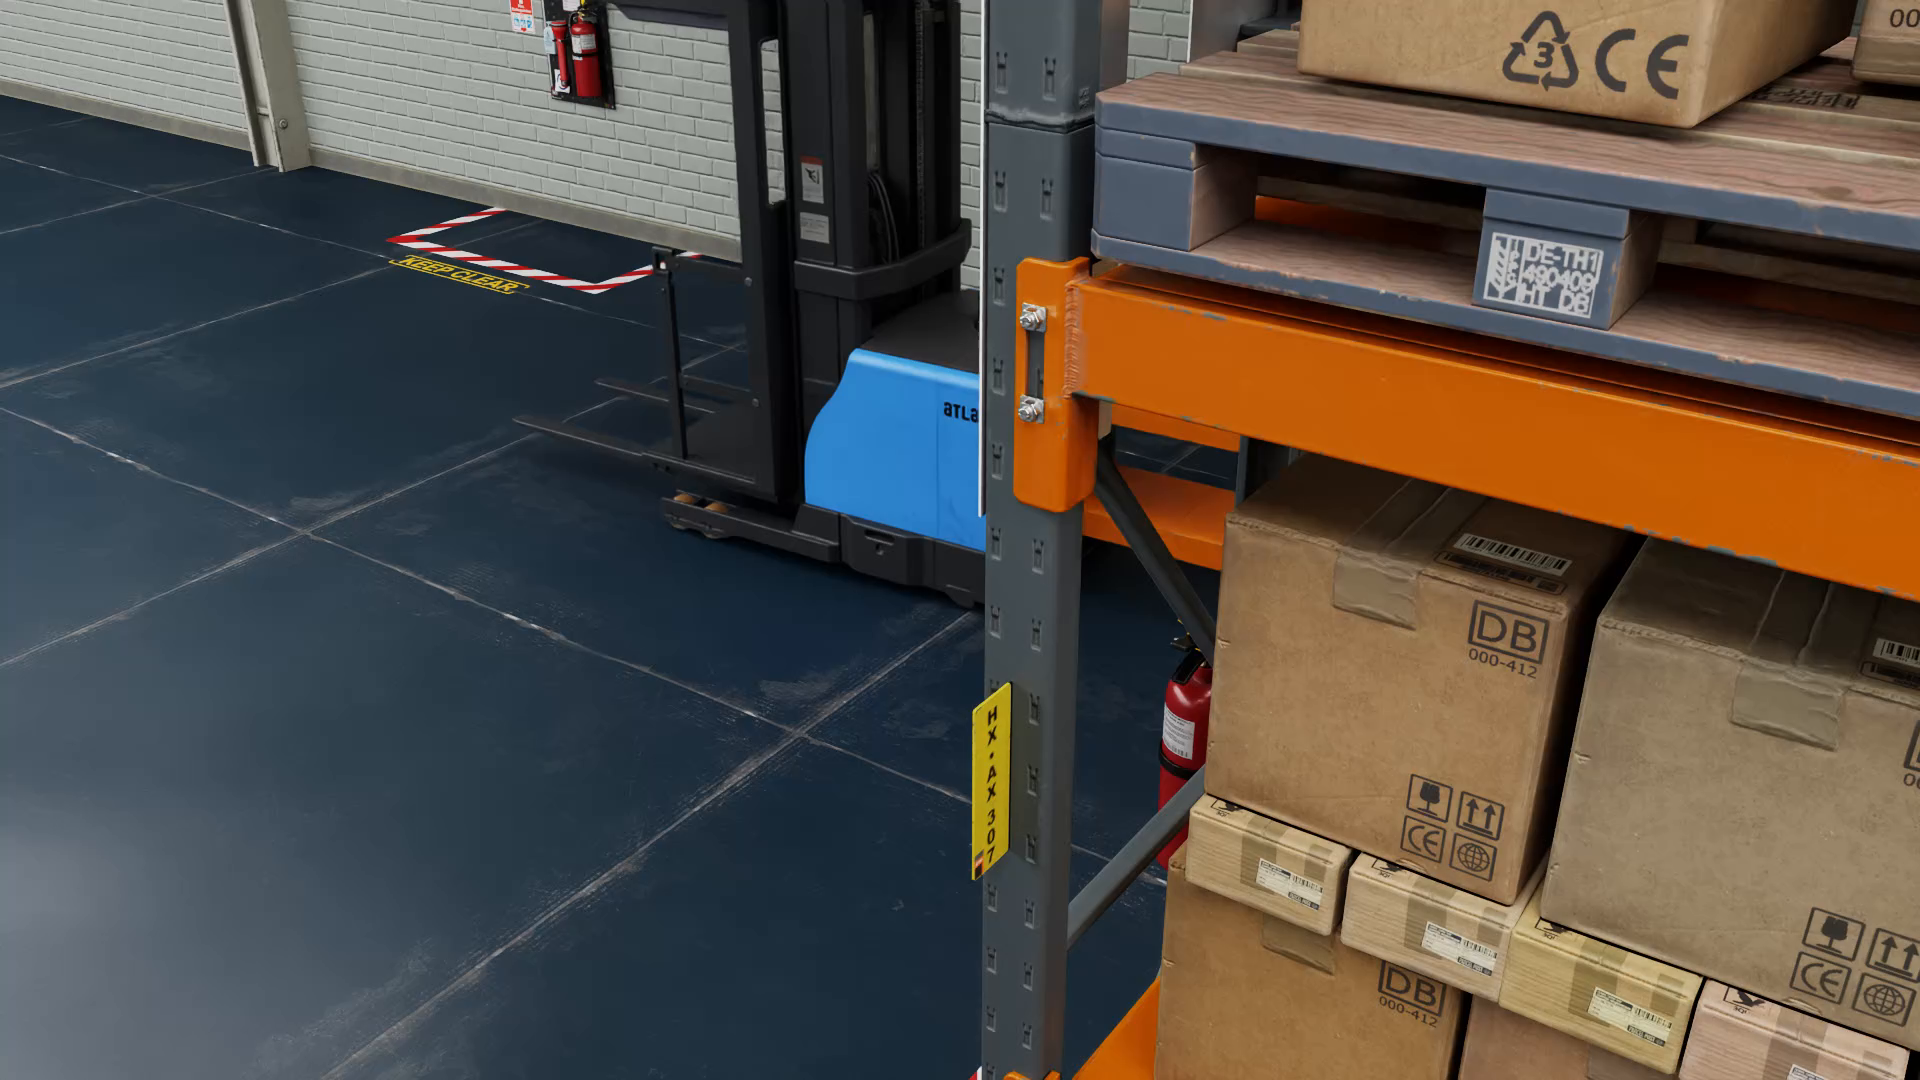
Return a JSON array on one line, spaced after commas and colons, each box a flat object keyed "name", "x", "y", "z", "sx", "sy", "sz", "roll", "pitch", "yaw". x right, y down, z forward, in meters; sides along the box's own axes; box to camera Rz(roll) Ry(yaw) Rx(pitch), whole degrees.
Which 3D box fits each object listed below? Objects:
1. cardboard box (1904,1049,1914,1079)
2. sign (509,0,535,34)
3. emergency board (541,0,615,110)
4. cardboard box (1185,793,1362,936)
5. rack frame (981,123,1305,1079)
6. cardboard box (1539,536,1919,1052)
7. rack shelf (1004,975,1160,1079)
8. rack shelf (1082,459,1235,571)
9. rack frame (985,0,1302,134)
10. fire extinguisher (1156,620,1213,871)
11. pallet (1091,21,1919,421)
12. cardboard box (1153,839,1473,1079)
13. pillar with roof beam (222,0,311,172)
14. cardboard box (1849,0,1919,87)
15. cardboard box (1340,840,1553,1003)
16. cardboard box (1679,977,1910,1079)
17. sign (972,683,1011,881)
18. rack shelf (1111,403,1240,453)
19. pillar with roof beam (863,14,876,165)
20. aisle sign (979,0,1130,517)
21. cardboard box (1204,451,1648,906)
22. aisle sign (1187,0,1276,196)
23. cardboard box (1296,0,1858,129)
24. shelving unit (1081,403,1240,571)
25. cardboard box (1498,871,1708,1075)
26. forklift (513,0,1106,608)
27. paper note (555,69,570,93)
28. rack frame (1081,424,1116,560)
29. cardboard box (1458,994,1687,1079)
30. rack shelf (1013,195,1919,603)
[{"name": "cardboard box", "x": 1.588, "y": 0.944, "z": 2.477, "sx": 0.500, "sy": 0.500, "sz": 0.700, "roll": 18, "pitch": 32, "yaw": 31}, {"name": "sign", "x": -3.121, "y": -3.781, "z": 11.833, "sx": 0.234, "sy": 0.329, "sz": 0.001, "roll": 17, "pitch": 32, "yaw": 30}, {"name": "emergency board", "x": -2.724, "y": -3.585, "z": 11.487, "sx": 0.643, "sy": 1.169, "sz": 0.194, "roll": 17, "pitch": 32, "yaw": 30}, {"name": "cardboard box", "x": 0.570, "y": 0.449, "z": 2.735, "sx": 0.250, "sy": 0.149, "sz": 0.380, "roll": 17, "pitch": 32, "yaw": 30}, {"name": "rack frame", "x": 0.369, "y": 0.601, "z": 3.261, "sx": 0.127, "sy": 3.000, "sz": 1.000, "roll": 17, "pitch": 32, "yaw": 30}, {"name": "cardboard box", "x": 1.227, "y": 0.250, "z": 2.411, "sx": 0.500, "sy": 0.500, "sz": 0.700, "roll": 16, "pitch": 31, "yaw": 29}, {"name": "rack shelf", "x": 2.017, "y": 1.436, "z": 2.415, "sx": 4.000, "sy": 0.370, "sz": 1.077, "roll": 17, "pitch": 32, "yaw": 30}, {"name": "rack shelf", "x": 0.989, "y": -0.026, "z": 7.099, "sx": 1.000, "sy": 0.278, "sz": 0.538, "roll": 15, "pitch": 31, "yaw": 27}, {"name": "rack frame", "x": 0.369, "y": -2.072, "z": 1.900, "sx": 0.127, "sy": 3.000, "sz": 1.000, "roll": 17, "pitch": 32, "yaw": 30}, {"name": "fire extinguisher", "x": 0.534, "y": 0.432, "z": 3.679, "sx": 0.183, "sy": 0.674, "sz": 0.296, "roll": 17, "pitch": 32, "yaw": 30}, {"name": "pallet", "x": 0.937, "y": -0.505, "z": 2.225, "sx": 1.213, "sy": 0.211, "sz": 1.003, "roll": 17, "pitch": 32, "yaw": 30}, {"name": "cardboard box", "x": 0.746, "y": 0.682, "z": 2.993, "sx": 0.500, "sy": 0.500, "sz": 0.700, "roll": 17, "pitch": 32, "yaw": 30}, {"name": "pillar with roof beam", "x": -8.092, "y": -5.541, "z": 8.716, "sx": 0.400, "sy": 9.000, "sz": 9.100, "roll": 17, "pitch": 32, "yaw": 30}, {"name": "cardboard box", "x": 1.467, "y": -0.721, "z": 2.100, "sx": 0.500, "sy": 0.250, "sz": 0.500, "roll": 17, "pitch": 32, "yaw": 30}, {"name": "cardboard box", "x": 0.789, "y": 0.516, "z": 2.604, "sx": 0.250, "sy": 0.149, "sz": 0.380, "roll": 16, "pitch": 31, "yaw": 29}, {"name": "cardboard box", "x": 1.201, "y": 0.646, "z": 2.348, "sx": 0.250, "sy": 0.149, "sz": 0.380, "roll": 17, "pitch": 31, "yaw": 30}, {"name": "sign", "x": 0.050, "y": 0.386, "z": 2.642, "sx": 0.005, "sy": 0.325, "sz": 0.100, "roll": 17, "pitch": 32, "yaw": 30}, {"name": "rack shelf", "x": 0.989, "y": -0.504, "z": 6.856, "sx": 1.000, "sy": 0.278, "sz": 0.538, "roll": 15, "pitch": 31, "yaw": 27}, {"name": "pillar with roof beam", "x": -3.146, "y": -4.000, "z": 5.688, "sx": 0.400, "sy": 9.000, "sz": 9.100, "roll": 17, "pitch": 32, "yaw": 30}, {"name": "aisle sign", "x": 0.141, "y": -0.459, "z": 2.479, "sx": 0.004, "sy": 0.787, "sz": 0.394, "roll": 17, "pitch": 32, "yaw": 30}, {"name": "cardboard box", "x": 0.790, "y": 0.117, "z": 2.672, "sx": 0.500, "sy": 0.500, "sz": 0.700, "roll": 17, "pitch": 32, "yaw": 30}, {"name": "aisle sign", "x": 0.481, "y": -0.684, "z": 2.920, "sx": 0.004, "sy": 0.787, "sz": 0.394, "roll": 17, "pitch": 32, "yaw": 30}, {"name": "cardboard box", "x": 0.840, "y": -0.882, "z": 2.137, "sx": 0.637, "sy": 0.503, "sz": 0.797, "roll": 20, "pitch": 33, "yaw": 34}, {"name": "shelving unit", "x": 0.989, "y": -0.244, "z": 6.988, "sx": 1.048, "sy": 1.125, "sz": 0.538, "roll": 15, "pitch": 31, "yaw": 27}, {"name": "cardboard box", "x": 0.994, "y": 0.580, "z": 2.477, "sx": 0.250, "sy": 0.149, "sz": 0.380, "roll": 17, "pitch": 32, "yaw": 31}, {"name": "forklift", "x": -0.811, "y": -1.498, "z": 7.462, "sx": 3.031, "sy": 2.935, "sz": 1.130, "roll": 15, "pitch": 31, "yaw": 27}, {"name": "paper note", "x": -2.831, "y": -3.263, "z": 11.827, "sx": 0.142, "sy": 0.148, "sz": 0.016, "roll": 17, "pitch": 32, "yaw": 30}, {"name": "rack frame", "x": 0.553, "y": -0.362, "z": 7.222, "sx": 0.032, "sy": 1.125, "sz": 0.500, "roll": 15, "pitch": 31, "yaw": 27}, {"name": "cardboard box", "x": 1.182, "y": 0.815, "z": 2.732, "sx": 0.500, "sy": 0.500, "sz": 0.700, "roll": 18, "pitch": 32, "yaw": 32}, {"name": "rack shelf", "x": 2.017, "y": 0.099, "z": 1.735, "sx": 4.000, "sy": 0.370, "sz": 1.077, "roll": 17, "pitch": 32, "yaw": 30}]
